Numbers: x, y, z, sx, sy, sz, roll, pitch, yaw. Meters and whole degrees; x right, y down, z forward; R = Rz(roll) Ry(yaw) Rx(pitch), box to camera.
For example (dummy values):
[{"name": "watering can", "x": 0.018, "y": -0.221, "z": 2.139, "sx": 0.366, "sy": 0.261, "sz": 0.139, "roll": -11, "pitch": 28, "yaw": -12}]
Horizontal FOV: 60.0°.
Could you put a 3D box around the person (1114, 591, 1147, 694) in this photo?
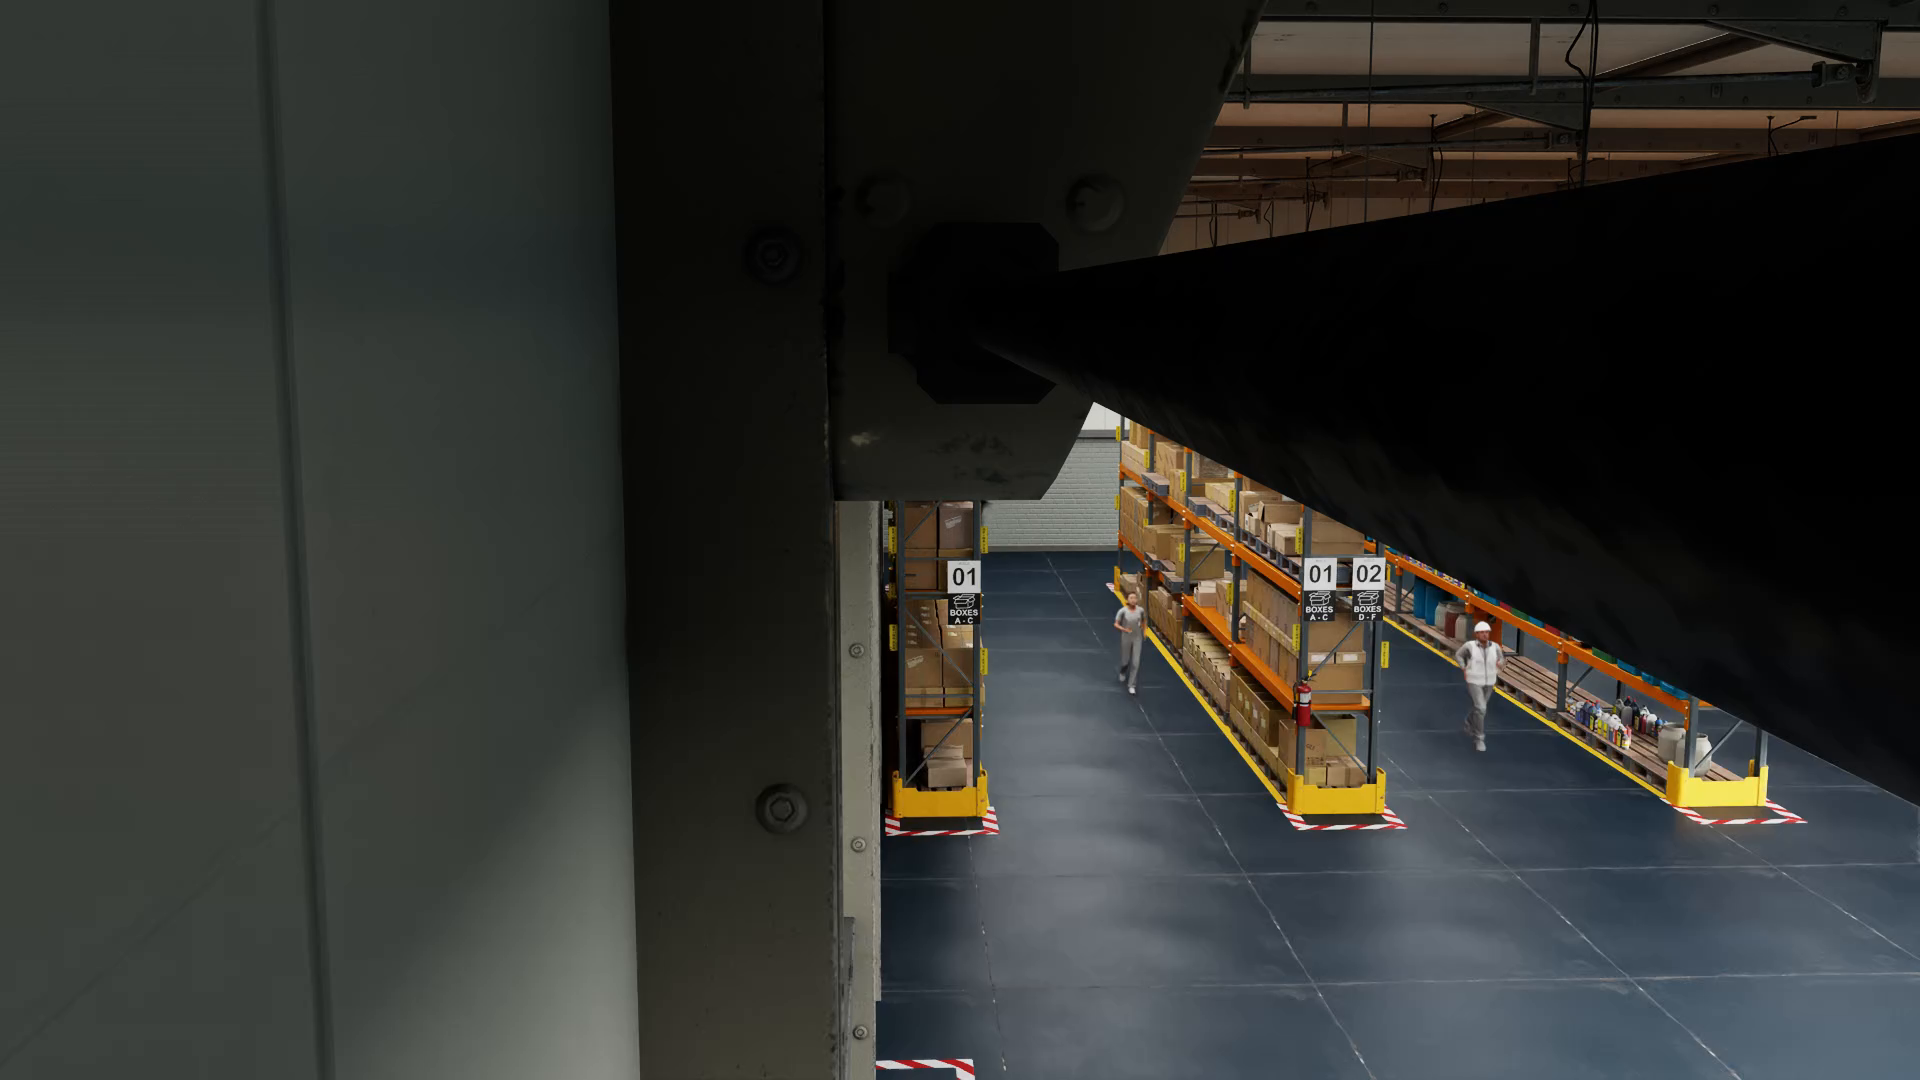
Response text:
[{"name": "person", "x": 2.777, "y": 1.633, "z": 27.031, "sx": 0.570, "sy": 1.641, "sz": 0.763, "roll": -1, "pitch": 8, "yaw": -6}]

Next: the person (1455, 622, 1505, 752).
[{"name": "person", "x": 7.439, "y": 2.058, "z": 23.739, "sx": 0.630, "sy": 1.837, "sz": 0.789, "roll": -1, "pitch": 8, "yaw": -9}]
